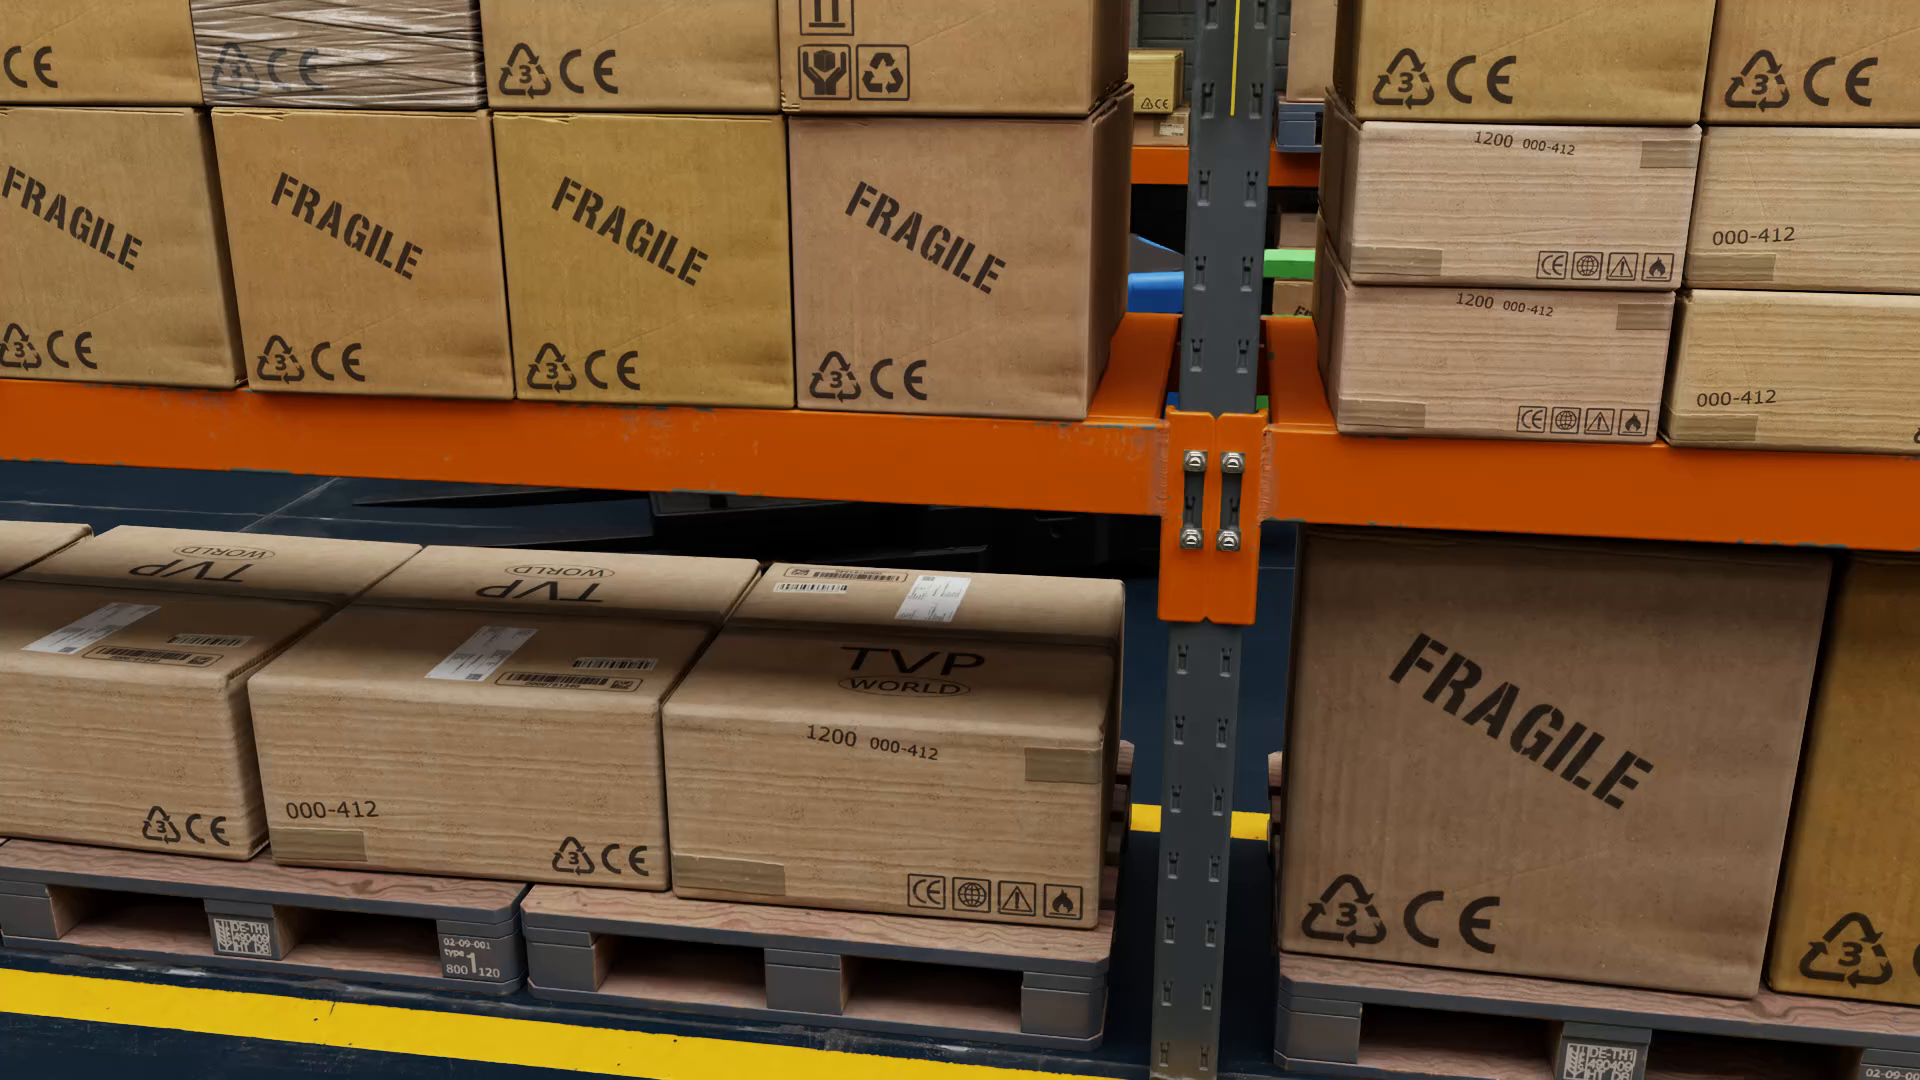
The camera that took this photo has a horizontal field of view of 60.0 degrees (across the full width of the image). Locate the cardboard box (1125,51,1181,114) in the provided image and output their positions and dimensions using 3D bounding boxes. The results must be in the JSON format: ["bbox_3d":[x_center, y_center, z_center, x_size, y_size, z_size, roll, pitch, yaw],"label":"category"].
[{"bbox_3d":[0.747,-2.108,7.644,0.500,0.250,0.500,3,19,10],"label":"cardboard box"}]

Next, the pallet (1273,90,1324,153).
[{"bbox_3d":[2.060,-1.924,7.628,1.213,0.211,1.003,3,19,9],"label":"pallet"}]

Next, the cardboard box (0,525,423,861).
[{"bbox_3d":[-1.872,0.326,3.977,0.875,0.438,0.875,3,19,10],"label":"cardboard box"}]

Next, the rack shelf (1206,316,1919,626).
[{"bbox_3d":[2.479,-0.092,2.985,4.000,0.370,1.077,3,19,9],"label":"rack shelf"}]

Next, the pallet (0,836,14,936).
[{"bbox_3d":[-2.643,0.603,4.168,1.213,0.211,1.003,3,19,9],"label":"pallet"}]

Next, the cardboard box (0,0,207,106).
[{"bbox_3d":[-1.503,-1.071,3.044,0.500,0.500,0.500,3,19,9],"label":"cardboard box"}]

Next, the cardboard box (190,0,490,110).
[{"bbox_3d":[-1.009,-1.043,2.961,0.500,0.500,0.500,3,19,9],"label":"cardboard box"}]

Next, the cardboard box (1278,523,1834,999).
[{"bbox_3d":[1.130,0.281,3.423,0.875,0.875,0.875,4,19,10],"label":"cardboard box"}]

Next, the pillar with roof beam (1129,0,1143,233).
[{"bbox_3d":[0.061,-3.903,3.785,0.400,9.000,9.100,3,19,9],"label":"pillar with roof beam"}]

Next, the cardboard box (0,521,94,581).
[{"bbox_3d":[-2.777,0.283,4.107,0.875,0.438,0.875,2,19,7],"label":"cardboard box"}]

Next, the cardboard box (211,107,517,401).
[{"bbox_3d":[-1.001,-0.569,3.120,0.500,0.500,0.500,3,19,8],"label":"cardboard box"}]

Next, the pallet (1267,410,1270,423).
[{"bbox_3d":[2.097,-0.738,8.175,1.213,0.211,1.003,3,19,9],"label":"pallet"}]

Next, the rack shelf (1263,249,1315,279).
[{"bbox_3d":[1.165,-0.961,5.974,0.480,0.148,0.258,3,19,9],"label":"rack shelf"}]

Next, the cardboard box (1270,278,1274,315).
[{"bbox_3d":[1.820,-1.171,8.353,0.500,0.500,0.500,3,19,8],"label":"cardboard box"}]

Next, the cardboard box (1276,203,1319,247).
[{"bbox_3d":[1.610,-1.469,7.753,0.250,0.149,0.380,3,19,8],"label":"cardboard box"}]

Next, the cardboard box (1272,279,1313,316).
[{"bbox_3d":[1.730,-1.008,7.866,0.500,0.500,0.500,4,19,11],"label":"cardboard box"}]

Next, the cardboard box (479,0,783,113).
[{"bbox_3d":[-0.505,-1.021,2.893,0.500,0.500,0.500,3,19,8],"label":"cardboard box"}]

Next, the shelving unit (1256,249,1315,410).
[{"bbox_3d":[1.165,-0.567,6.106,0.503,1.200,0.258,3,19,9],"label":"shelving unit"}]

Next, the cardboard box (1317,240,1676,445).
[{"bbox_3d":[0.897,-0.358,2.882,0.500,0.250,0.500,2,19,7],"label":"cardboard box"}]

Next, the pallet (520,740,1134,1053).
[{"bbox_3d":[-0.234,0.726,3.801,1.213,0.211,1.003,3,19,9],"label":"pallet"}]

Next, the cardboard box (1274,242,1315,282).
[{"bbox_3d":[1.600,-1.309,7.743,0.250,0.149,0.380,4,19,11],"label":"cardboard box"}]

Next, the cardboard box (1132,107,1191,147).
[{"bbox_3d":[0.933,-1.907,7.671,0.250,0.149,0.380,3,19,9],"label":"cardboard box"}]

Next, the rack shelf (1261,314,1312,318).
[{"bbox_3d":[1.165,-0.734,6.050,0.480,0.148,0.258,3,19,9],"label":"rack shelf"}]

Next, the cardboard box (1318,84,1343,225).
[{"bbox_3d":[0.979,-0.754,3.277,0.500,0.250,0.500,3,19,9],"label":"cardboard box"}]

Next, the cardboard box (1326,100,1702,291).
[{"bbox_3d":[0.894,-0.589,2.786,0.500,0.250,0.500,2,19,7],"label":"cardboard box"}]

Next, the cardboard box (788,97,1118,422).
[{"bbox_3d":[0.006,-0.525,2.986,0.500,0.500,0.500,3,19,9],"label":"cardboard box"}]

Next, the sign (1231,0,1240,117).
[{"bbox_3d":[0.418,-0.808,2.502,0.005,0.325,0.100,3,19,9],"label":"sign"}]

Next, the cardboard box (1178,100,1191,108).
[{"bbox_3d":[1.000,-2.073,8.166,0.250,0.149,0.380,3,19,9],"label":"cardboard box"}]

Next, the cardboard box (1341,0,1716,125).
[{"bbox_3d":[0.894,-0.943,2.661,0.500,0.500,0.500,3,19,9],"label":"cardboard box"}]

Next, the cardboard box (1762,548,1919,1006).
[{"bbox_3d":[2.023,0.324,3.295,0.875,0.875,0.875,3,19,10],"label":"cardboard box"}]

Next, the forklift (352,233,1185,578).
[{"bbox_3d":[-0.651,-1.330,5.660,3.031,2.935,1.130,-4,19,-12],"label":"forklift"}]

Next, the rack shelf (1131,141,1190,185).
[{"bbox_3d":[-0.686,-1.849,8.234,4.000,0.370,1.077,3,19,9],"label":"rack shelf"}]

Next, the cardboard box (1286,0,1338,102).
[{"bbox_3d":[1.730,-2.241,7.455,0.500,0.500,0.700,3,19,10],"label":"cardboard box"}]

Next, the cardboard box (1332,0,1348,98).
[{"bbox_3d":[0.986,-1.112,3.165,0.500,0.500,0.500,4,19,10],"label":"cardboard box"}]

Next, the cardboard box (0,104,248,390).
[{"bbox_3d":[-1.516,-0.601,3.213,0.500,0.500,0.500,4,19,10],"label":"cardboard box"}]

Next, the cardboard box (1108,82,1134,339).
[{"bbox_3d":[0.083,-0.687,3.471,0.500,0.500,0.500,4,19,10],"label":"cardboard box"}]

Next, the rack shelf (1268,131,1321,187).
[{"bbox_3d":[3.263,-1.647,7.633,4.000,0.370,1.077,3,19,9],"label":"rack shelf"}]

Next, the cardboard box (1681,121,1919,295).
[{"bbox_3d":[1.414,-0.572,2.733,0.500,0.250,0.500,3,19,10],"label":"cardboard box"}]

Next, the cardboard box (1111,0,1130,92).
[{"bbox_3d":[0.073,-1.155,3.295,0.500,0.500,0.500,3,19,9],"label":"cardboard box"}]

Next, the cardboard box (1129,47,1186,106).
[{"bbox_3d":[0.842,-2.269,8.123,0.500,0.250,0.500,3,19,8],"label":"cardboard box"}]

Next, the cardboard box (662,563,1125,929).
[{"bbox_3d":[-0.098,0.417,3.706,0.875,0.438,0.875,3,19,8],"label":"cardboard box"}]

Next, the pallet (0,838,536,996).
[{"bbox_3d":[-1.442,0.665,3.983,1.213,0.211,1.003,3,19,9],"label":"pallet"}]

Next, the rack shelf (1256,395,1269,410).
[{"bbox_3d":[1.165,-0.506,6.126,0.480,0.148,0.258,3,19,9],"label":"rack shelf"}]

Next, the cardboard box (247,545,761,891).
[{"bbox_3d":[-0.982,0.372,3.840,0.875,0.438,0.875,2,19,7],"label":"cardboard box"}]

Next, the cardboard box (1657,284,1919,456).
[{"bbox_3d":[1.408,-0.332,2.805,0.500,0.250,0.500,2,19,7],"label":"cardboard box"}]

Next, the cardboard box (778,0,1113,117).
[{"bbox_3d":[-0.005,-0.993,2.809,0.500,0.500,0.500,3,19,8],"label":"cardboard box"}]

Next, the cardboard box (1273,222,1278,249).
[{"bbox_3d":[1.697,-1.482,8.261,0.250,0.149,0.380,2,19,6],"label":"cardboard box"}]

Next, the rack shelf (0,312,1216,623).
[{"bbox_3d":[-1.470,-0.293,3.586,4.000,0.370,1.077,3,19,9],"label":"rack shelf"}]

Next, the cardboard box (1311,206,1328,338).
[{"bbox_3d":[0.988,-0.519,3.364,0.500,0.250,0.500,2,19,7],"label":"cardboard box"}]

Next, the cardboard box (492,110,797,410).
[{"bbox_3d":[-0.503,-0.549,3.058,0.500,0.500,0.500,2,19,7],"label":"cardboard box"}]

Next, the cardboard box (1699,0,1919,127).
[{"bbox_3d":[1.400,-0.926,2.611,0.500,0.500,0.500,3,19,8],"label":"cardboard box"}]

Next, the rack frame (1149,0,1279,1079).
[{"bbox_3d":[0.505,-0.534,3.171,0.127,3.000,1.000,3,19,9],"label":"rack frame"}]

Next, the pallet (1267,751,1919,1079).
[{"bbox_3d":[1.278,0.804,3.568,1.213,0.211,1.003,3,19,9],"label":"pallet"}]
